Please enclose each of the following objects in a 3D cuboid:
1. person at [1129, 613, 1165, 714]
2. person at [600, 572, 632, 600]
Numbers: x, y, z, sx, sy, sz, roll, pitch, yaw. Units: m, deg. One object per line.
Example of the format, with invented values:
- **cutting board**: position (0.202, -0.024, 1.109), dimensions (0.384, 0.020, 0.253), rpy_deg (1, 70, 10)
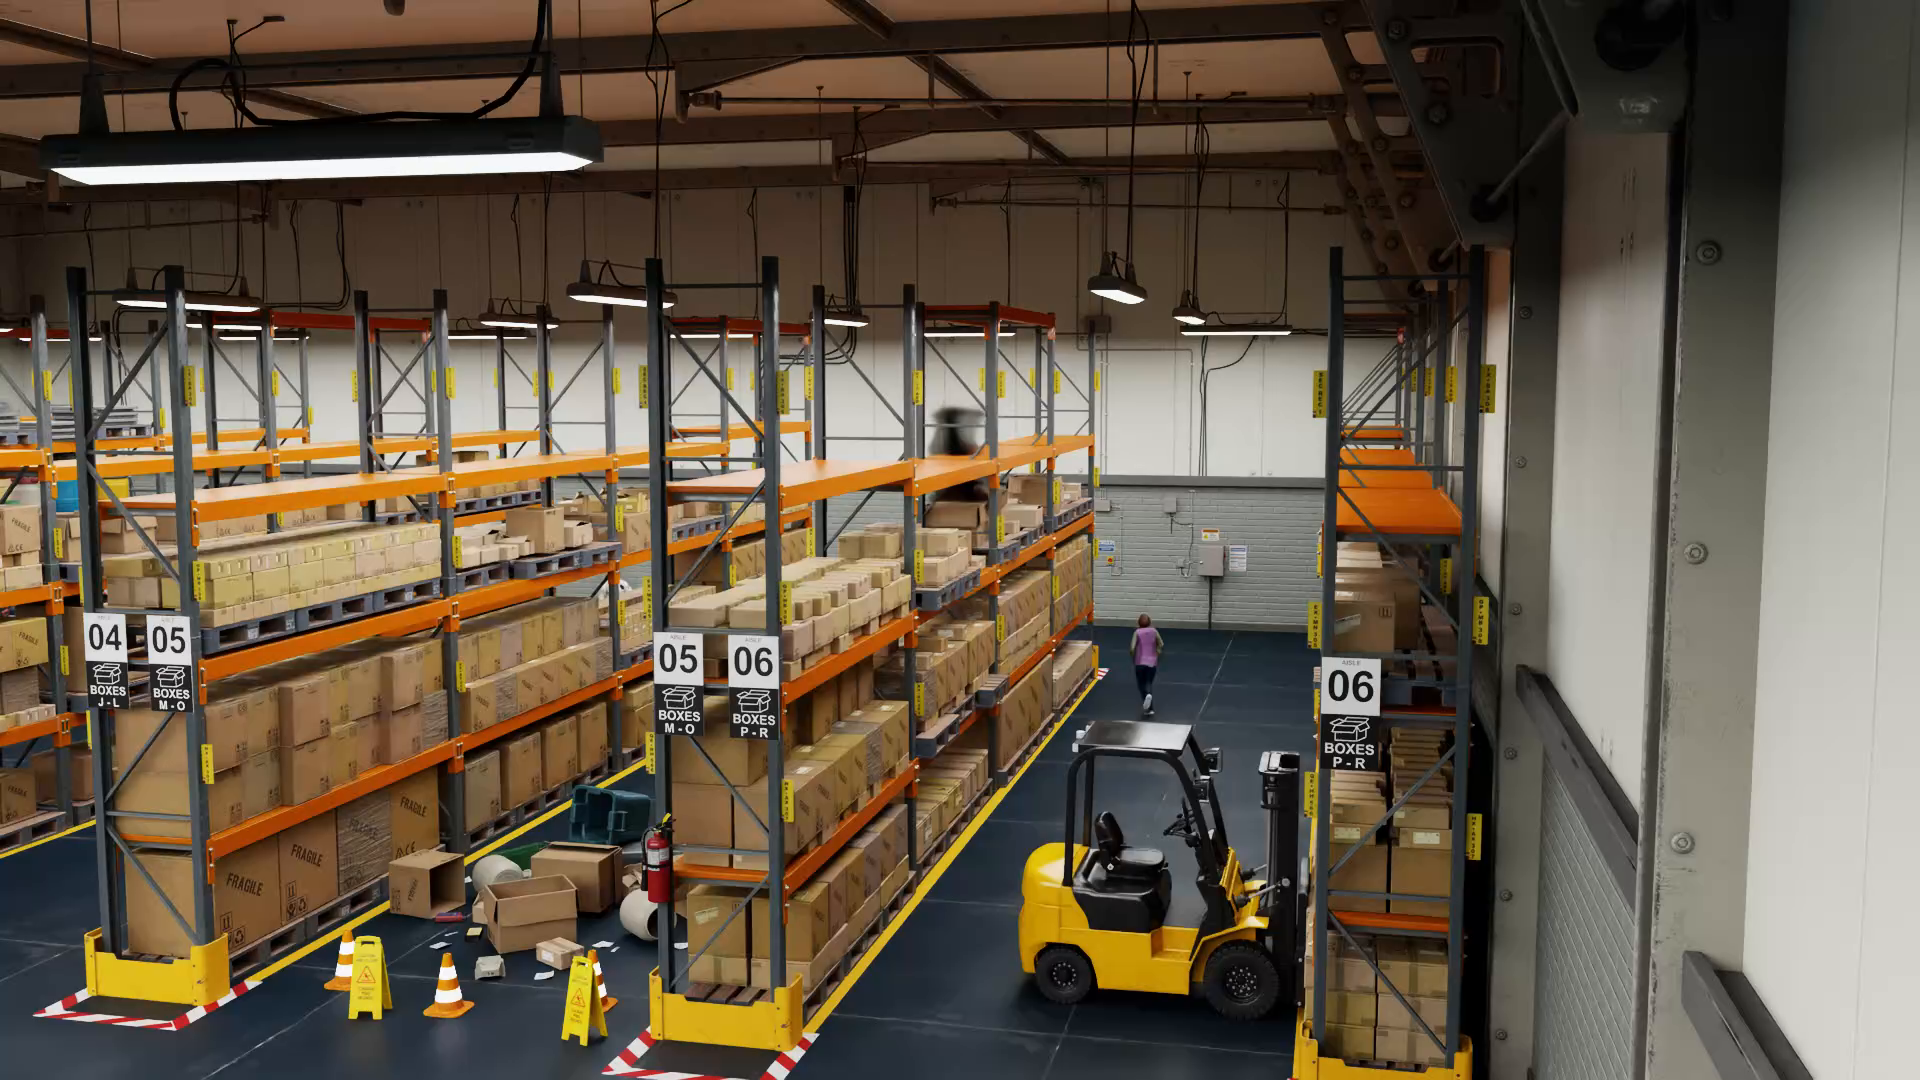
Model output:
- **person**: position (2.818, 1.888, 25.022), dimensions (0.540, 1.526, 0.517), rpy_deg (0, 6, -3)
- **person**: position (-6.271, 1.281, 30.551), dimensions (0.673, 1.602, 0.769), rpy_deg (-2, 6, -21)
